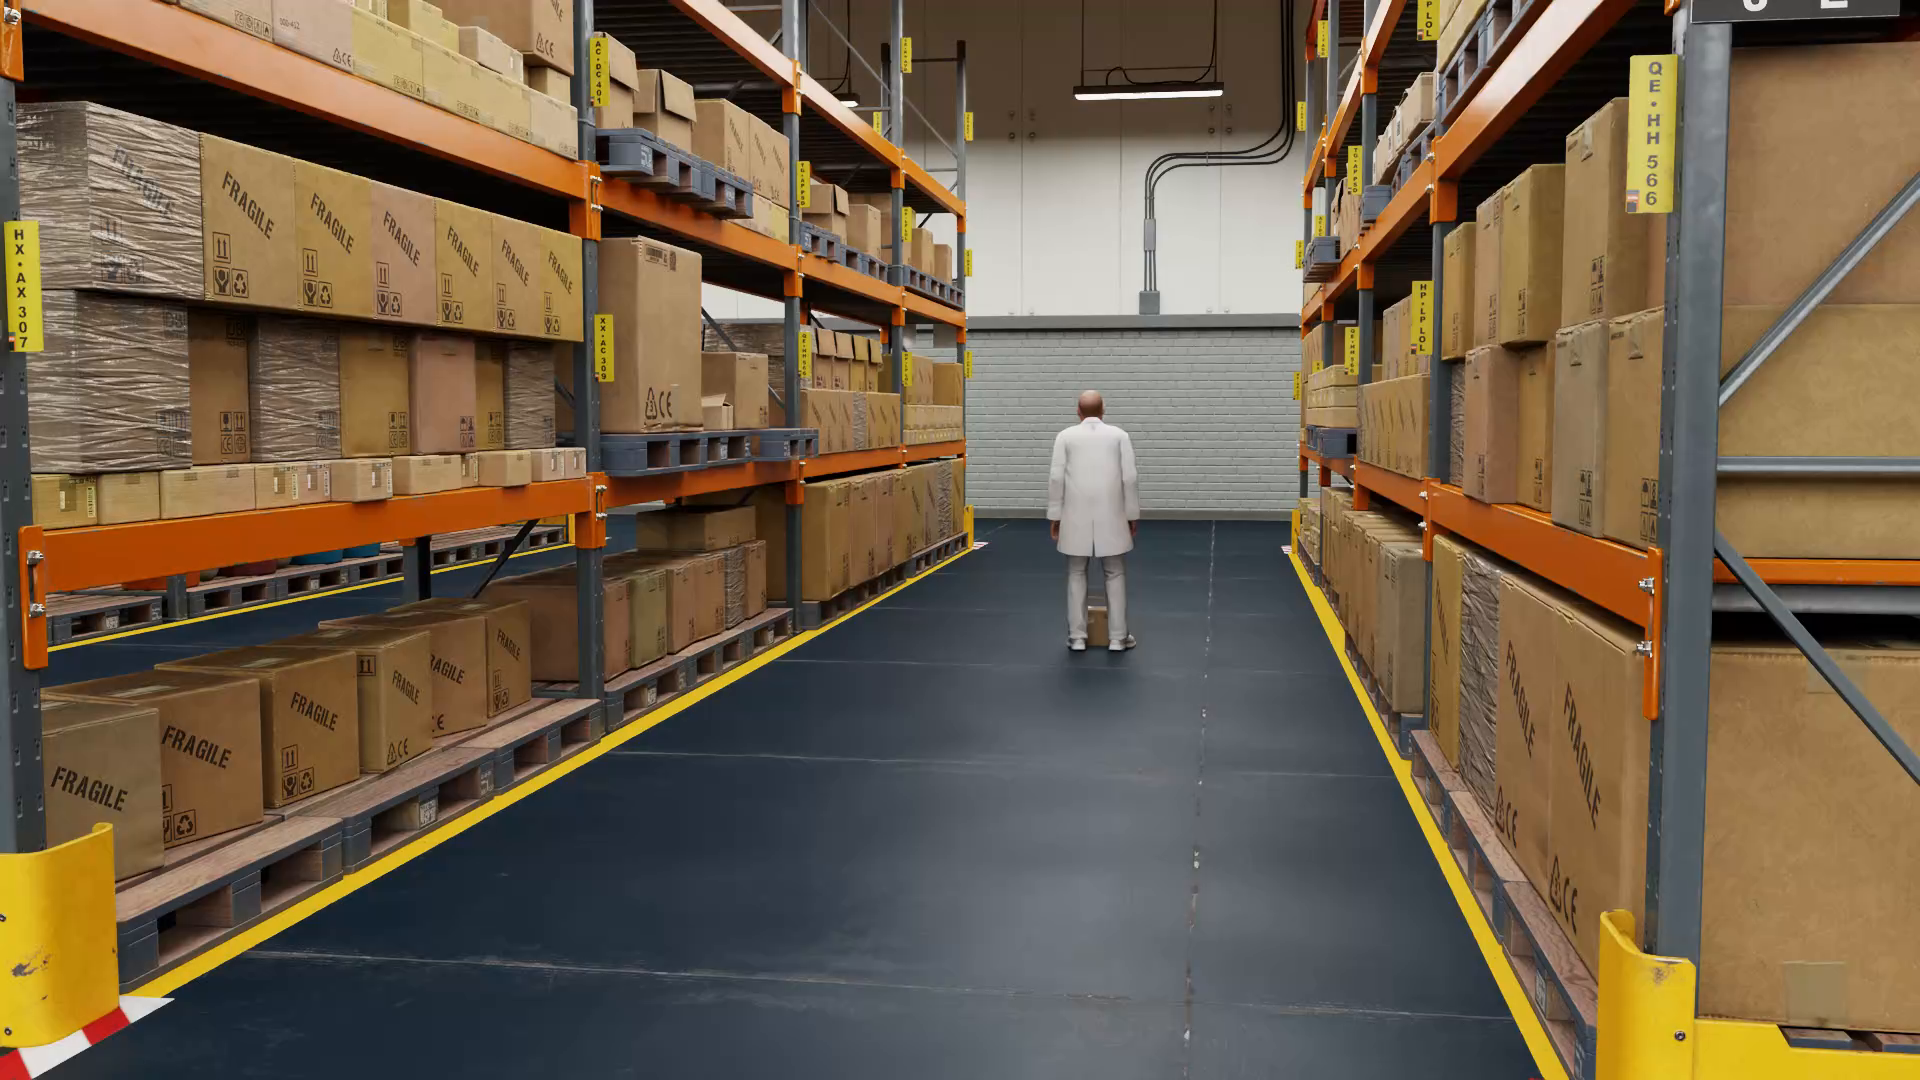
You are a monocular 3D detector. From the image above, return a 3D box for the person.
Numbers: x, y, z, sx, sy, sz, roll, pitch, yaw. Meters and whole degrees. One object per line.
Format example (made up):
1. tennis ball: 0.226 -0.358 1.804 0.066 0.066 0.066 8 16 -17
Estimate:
1. person: 0.913 -0.137 11.390 0.644 1.772 0.429 0 4 5
